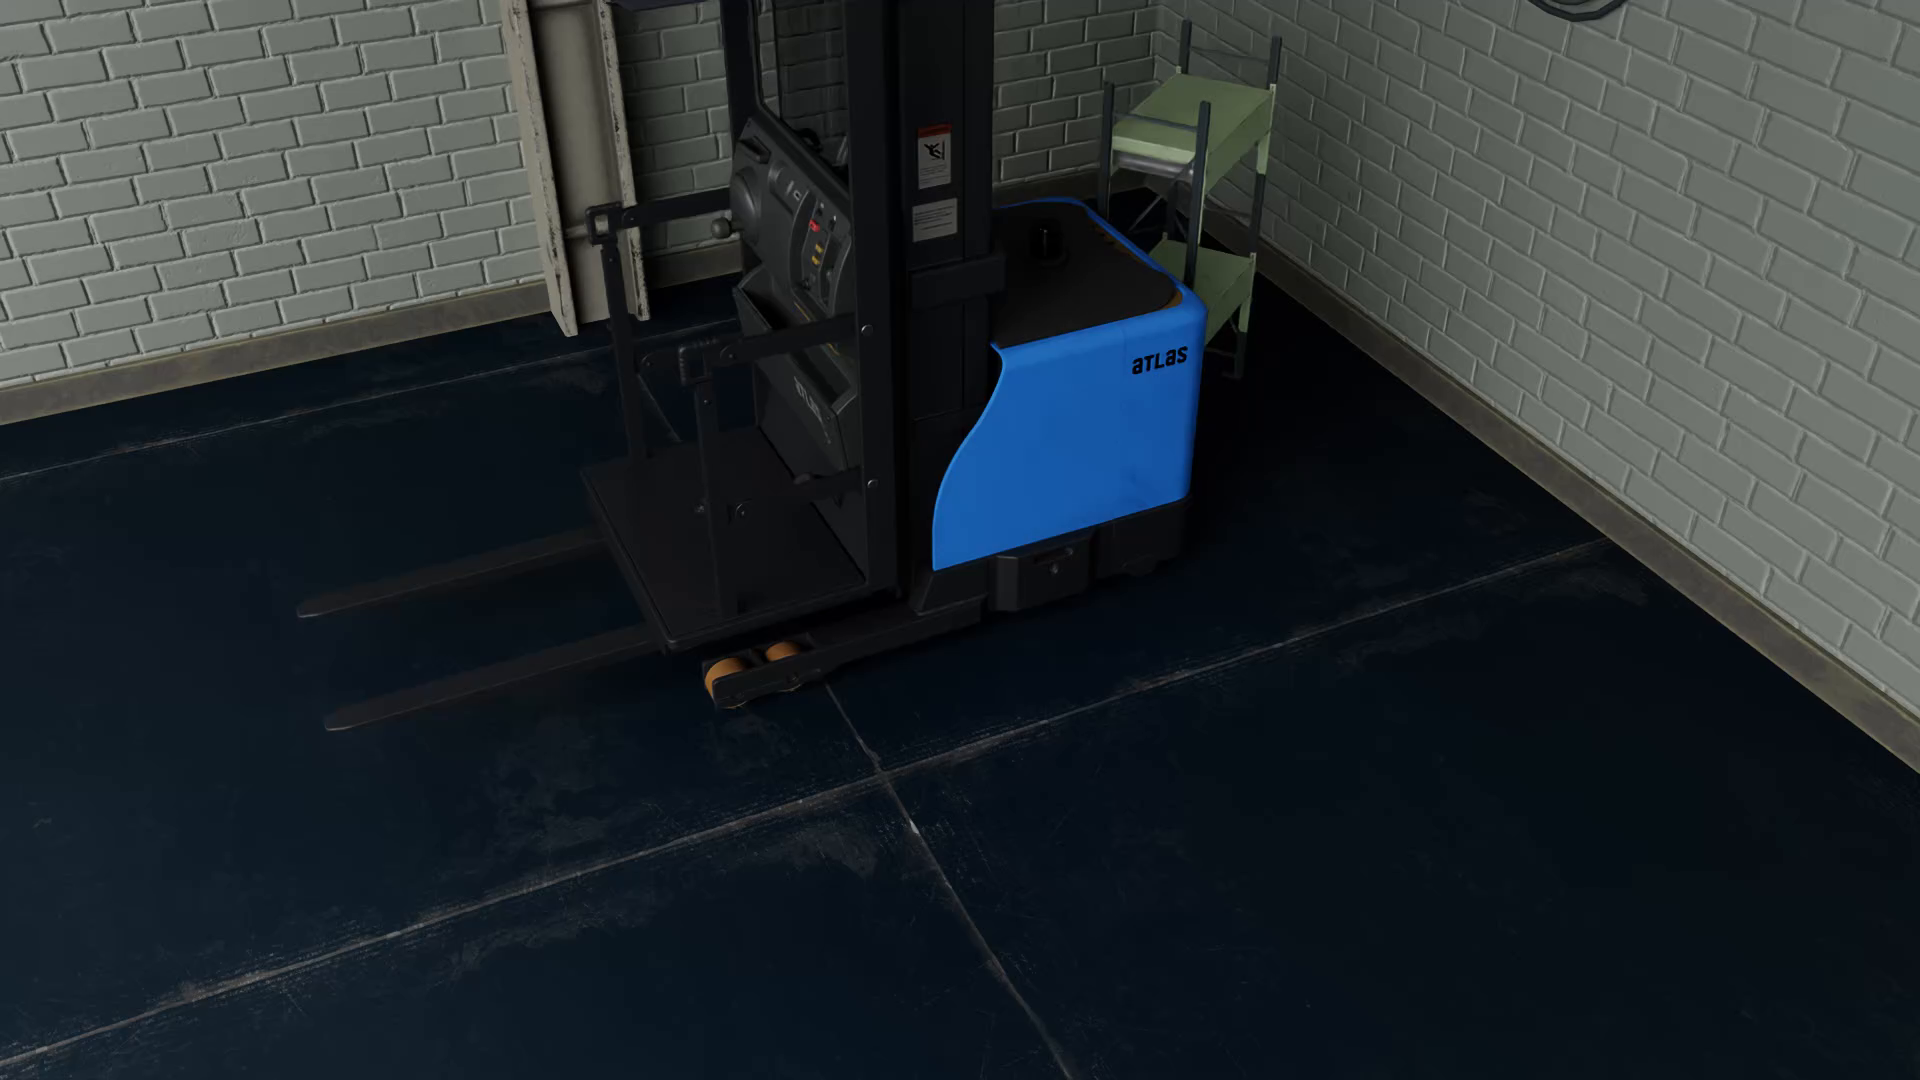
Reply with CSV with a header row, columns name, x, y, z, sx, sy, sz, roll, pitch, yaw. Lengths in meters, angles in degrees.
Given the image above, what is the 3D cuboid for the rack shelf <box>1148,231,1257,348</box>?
name,x,y,z,sx,sy,sz,roll,pitch,yaw
rack shelf,0.866,-0.902,6.753,0.431,0.370,0.720,18,40,22

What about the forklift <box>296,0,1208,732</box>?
name,x,y,z,sx,sy,sz,roll,pitch,yaw
forklift,-0.715,-0.981,5.112,3.031,2.935,1.130,-16,39,-20

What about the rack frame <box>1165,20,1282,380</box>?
name,x,y,z,sx,sy,sz,roll,pitch,yaw
rack frame,1.040,-1.355,6.818,0.400,1.500,0.023,18,40,22

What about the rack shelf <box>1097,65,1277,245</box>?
name,x,y,z,sx,sy,sz,roll,pitch,yaw
rack shelf,0.867,-1.477,6.326,0.431,0.370,0.720,18,40,22

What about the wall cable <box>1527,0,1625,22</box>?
name,x,y,z,sx,sy,sz,roll,pitch,yaw
wall cable,1.572,-3.446,5.948,0.112,2.526,3.097,-16,39,-20

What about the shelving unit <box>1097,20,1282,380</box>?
name,x,y,z,sx,sy,sz,roll,pitch,yaw
shelving unit,0.866,-1.163,6.559,0.431,1.500,0.755,18,40,22

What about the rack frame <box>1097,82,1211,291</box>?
name,x,y,z,sx,sy,sz,roll,pitch,yaw
rack frame,0.693,-0.971,6.300,0.400,1.500,0.023,18,40,22

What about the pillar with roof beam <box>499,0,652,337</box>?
name,x,y,z,sx,sy,sz,roll,pitch,yaw
pillar with roof beam,0.173,-2.339,1.849,0.400,9.000,9.100,-16,39,-20
